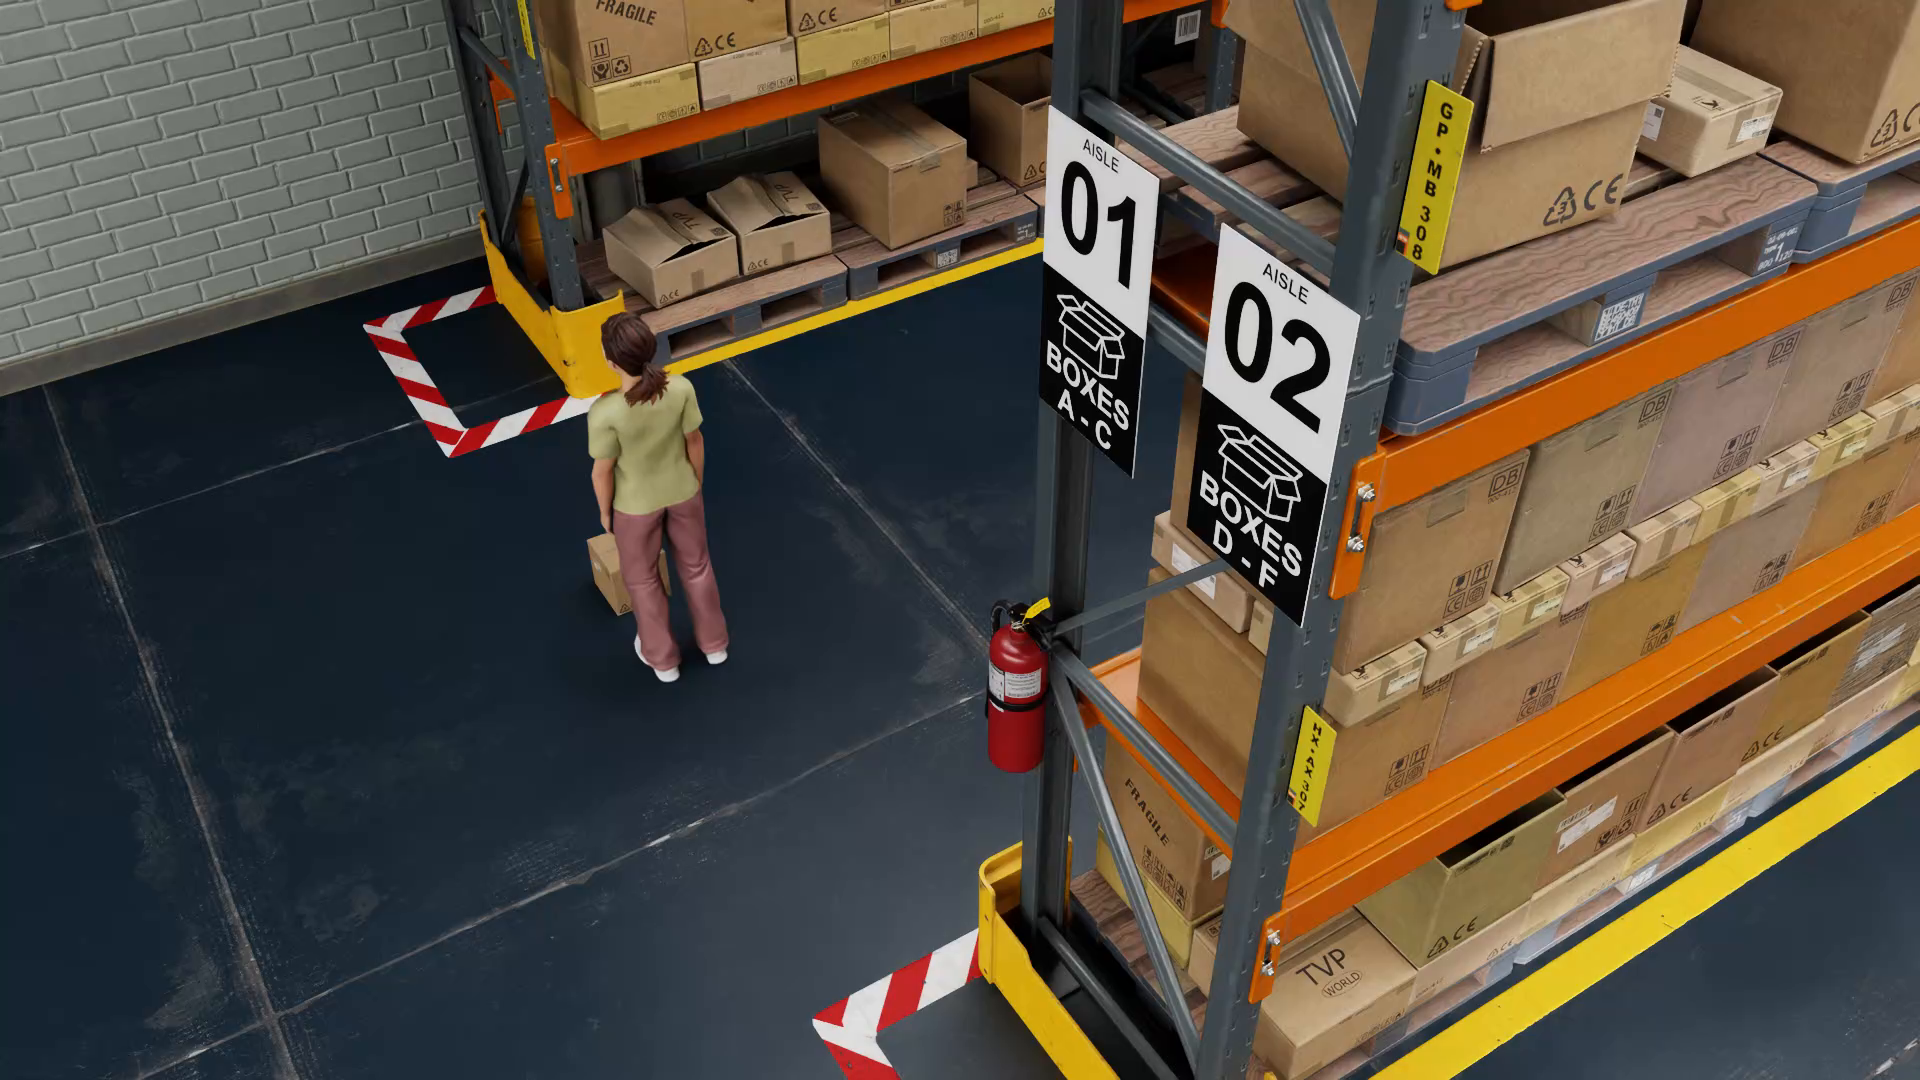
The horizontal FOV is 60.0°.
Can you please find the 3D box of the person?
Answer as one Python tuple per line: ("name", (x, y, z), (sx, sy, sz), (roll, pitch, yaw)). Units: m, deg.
("person", (-1.167, -0.141, 6.332), (0.446, 1.679, 0.359), (-21, 45, -23))
